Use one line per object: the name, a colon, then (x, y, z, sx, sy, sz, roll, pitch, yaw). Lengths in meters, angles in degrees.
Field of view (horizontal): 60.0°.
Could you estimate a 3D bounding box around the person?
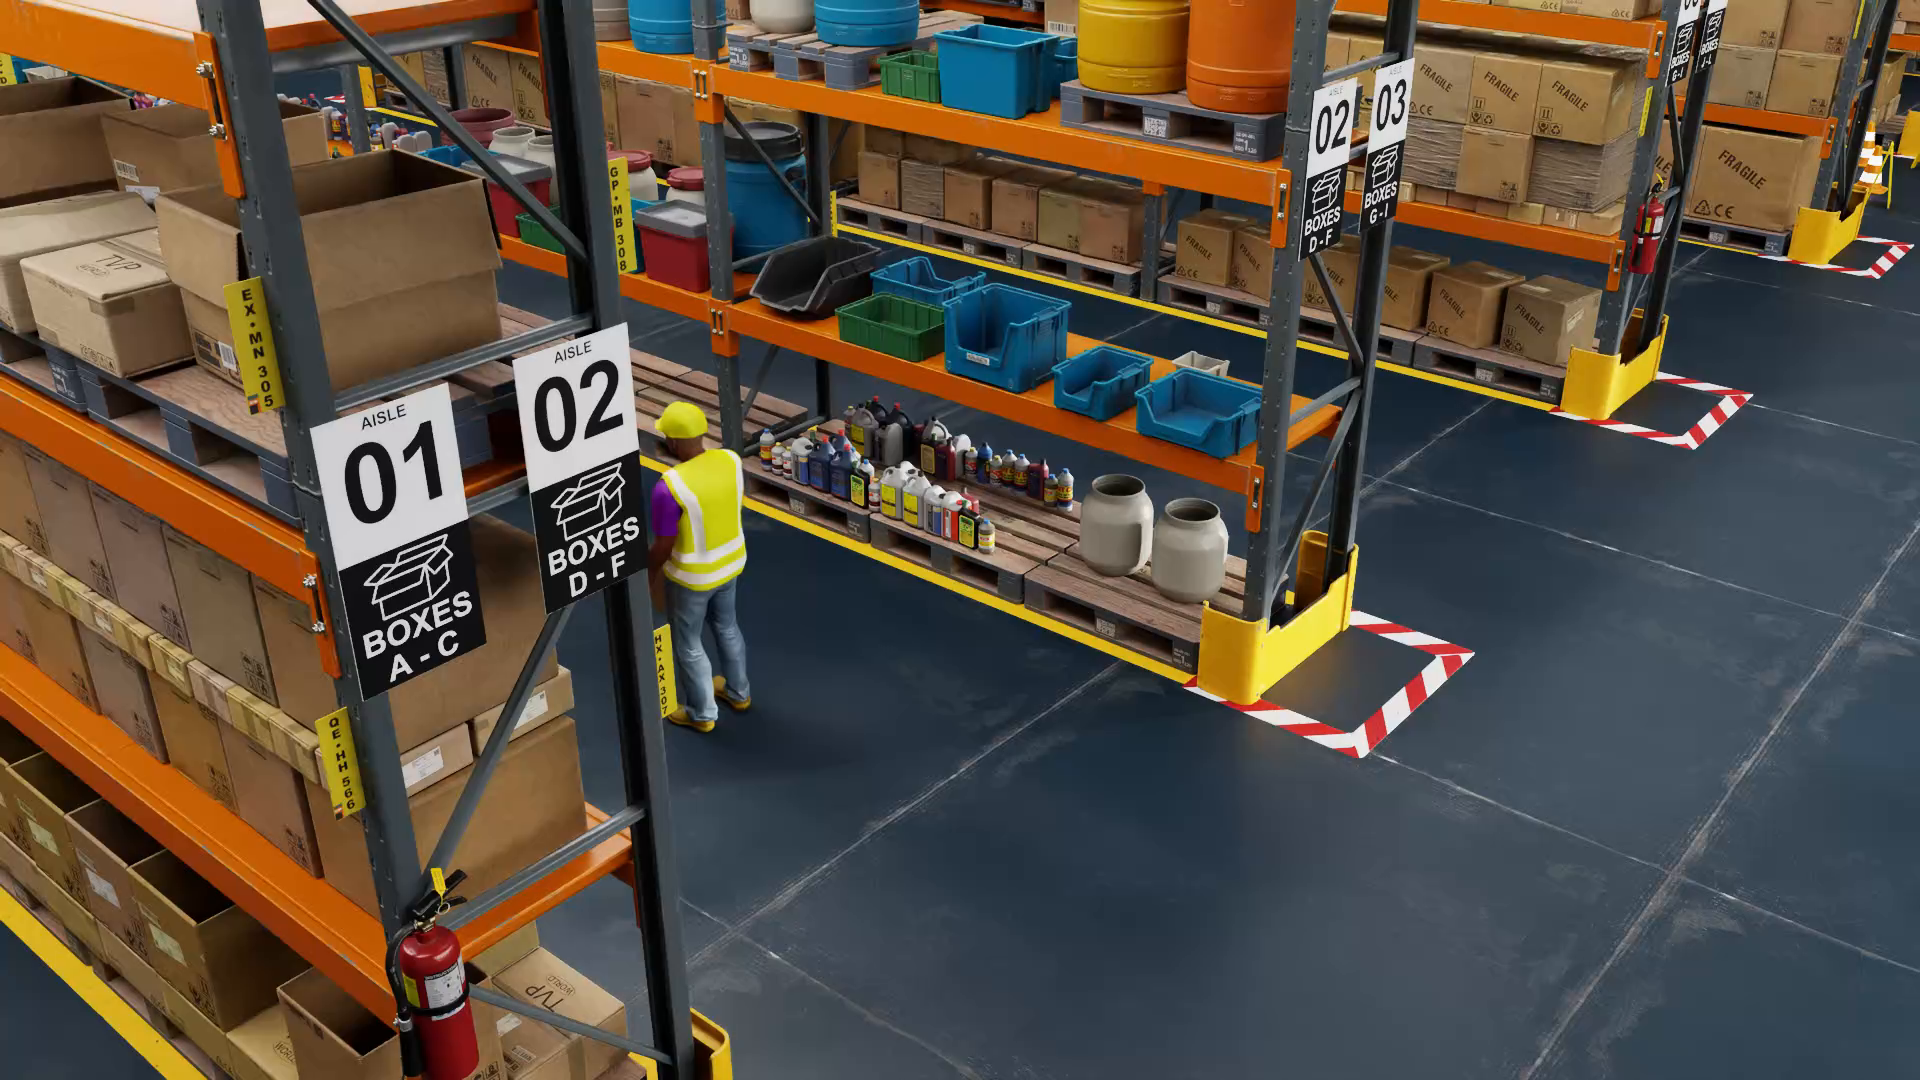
person: (-1.313, 0.131, 8.338, 0.446, 1.767, 0.577, 20, 33, 34)
